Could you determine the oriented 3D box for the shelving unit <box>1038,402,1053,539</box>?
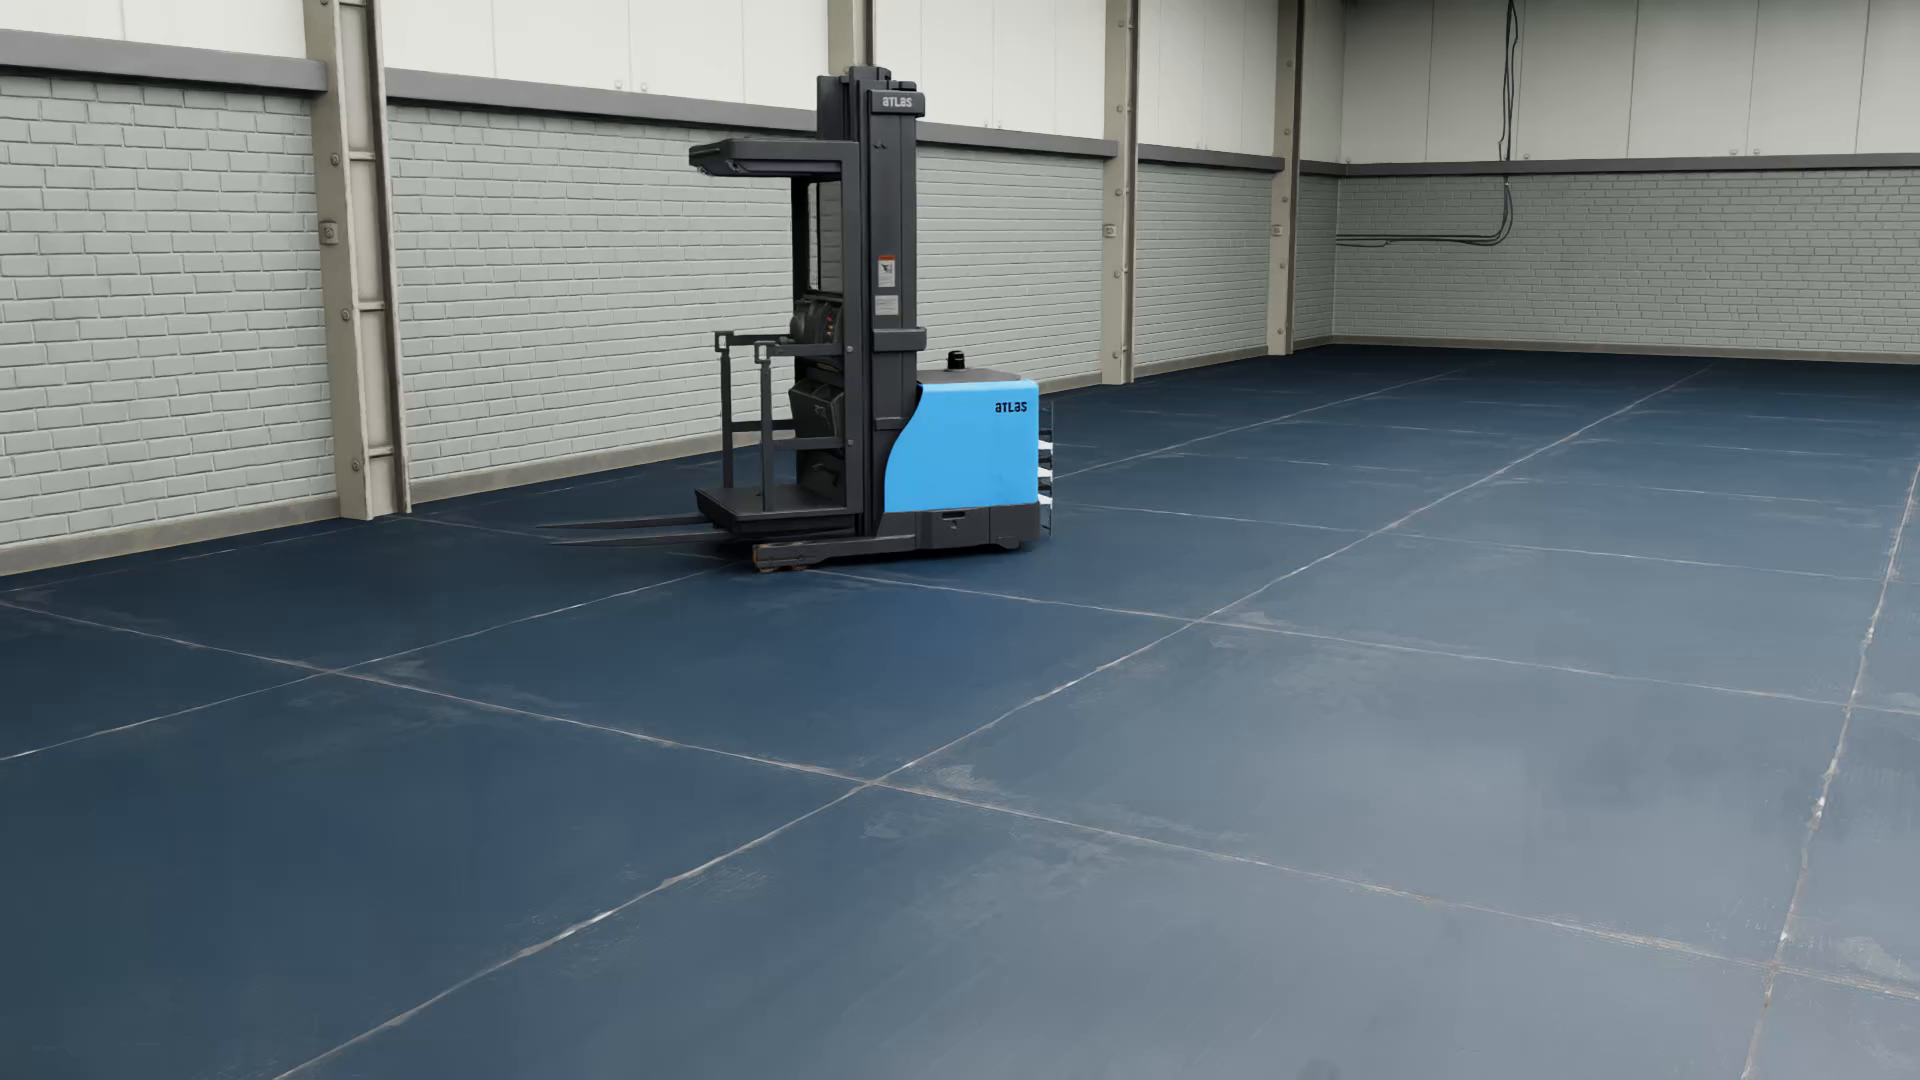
[{"bbox_3d":[0.461,-0.463,10.896,0.210,0.900,0.258,-4,11,-21],"label":"shelving unit"}]

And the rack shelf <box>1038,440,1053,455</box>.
[{"bbox_3d":[0.461,-0.607,10.869,0.200,0.077,0.258,-4,11,-21],"label":"rack shelf"}]

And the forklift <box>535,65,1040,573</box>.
[{"bbox_3d":[-1.064,-1.358,10.156,3.031,2.935,1.130,-4,11,-21],"label":"forklift"}]

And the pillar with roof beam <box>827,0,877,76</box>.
[{"bbox_3d":[2.630,-5.138,13.860,9.100,9.000,0.400,6,12,31],"label":"pillar with roof beam"}]

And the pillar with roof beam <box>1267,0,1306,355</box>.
[{"bbox_3d":[8.860,-7.025,23.941,9.100,9.000,0.400,6,12,31],"label":"pillar with roof beam"}]

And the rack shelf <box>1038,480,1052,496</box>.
[{"bbox_3d":[0.461,-0.342,10.919,0.200,0.077,0.258,-4,11,-21],"label":"rack shelf"}]

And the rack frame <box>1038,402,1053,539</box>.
[{"bbox_3d":[0.556,-0.470,10.933,0.006,0.900,0.240,-4,11,-21],"label":"rack frame"}]

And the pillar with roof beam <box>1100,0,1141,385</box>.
[{"bbox_3d":[5.745,-6.082,18.900,9.100,9.000,0.400,6,12,31],"label":"pillar with roof beam"}]

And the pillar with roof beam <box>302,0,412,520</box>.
[{"bbox_3d":[-0.486,-4.195,8.820,9.100,9.000,0.400,6,12,31],"label":"pillar with roof beam"}]

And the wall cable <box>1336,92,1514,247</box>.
[{"bbox_3d":[7.840,-6.247,28.224,3.097,2.526,0.112,6,12,31],"label":"wall cable"}]

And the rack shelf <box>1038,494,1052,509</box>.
[{"bbox_3d":[0.461,-0.253,10.935,0.200,0.077,0.258,-4,11,-21],"label":"rack shelf"}]

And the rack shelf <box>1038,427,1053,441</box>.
[{"bbox_3d":[0.461,-0.696,10.853,0.200,0.077,0.258,-4,11,-21],"label":"rack shelf"}]

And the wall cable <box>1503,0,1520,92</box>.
[{"bbox_3d":[10.152,-8.471,26.378,3.097,2.526,0.112,6,12,31],"label":"wall cable"}]

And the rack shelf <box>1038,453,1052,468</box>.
[{"bbox_3d":[0.461,-0.519,10.886,0.200,0.077,0.258,-4,11,-21],"label":"rack shelf"}]

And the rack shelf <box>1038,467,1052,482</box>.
[{"bbox_3d":[0.461,-0.430,10.902,0.200,0.077,0.258,-4,11,-21],"label":"rack shelf"}]
